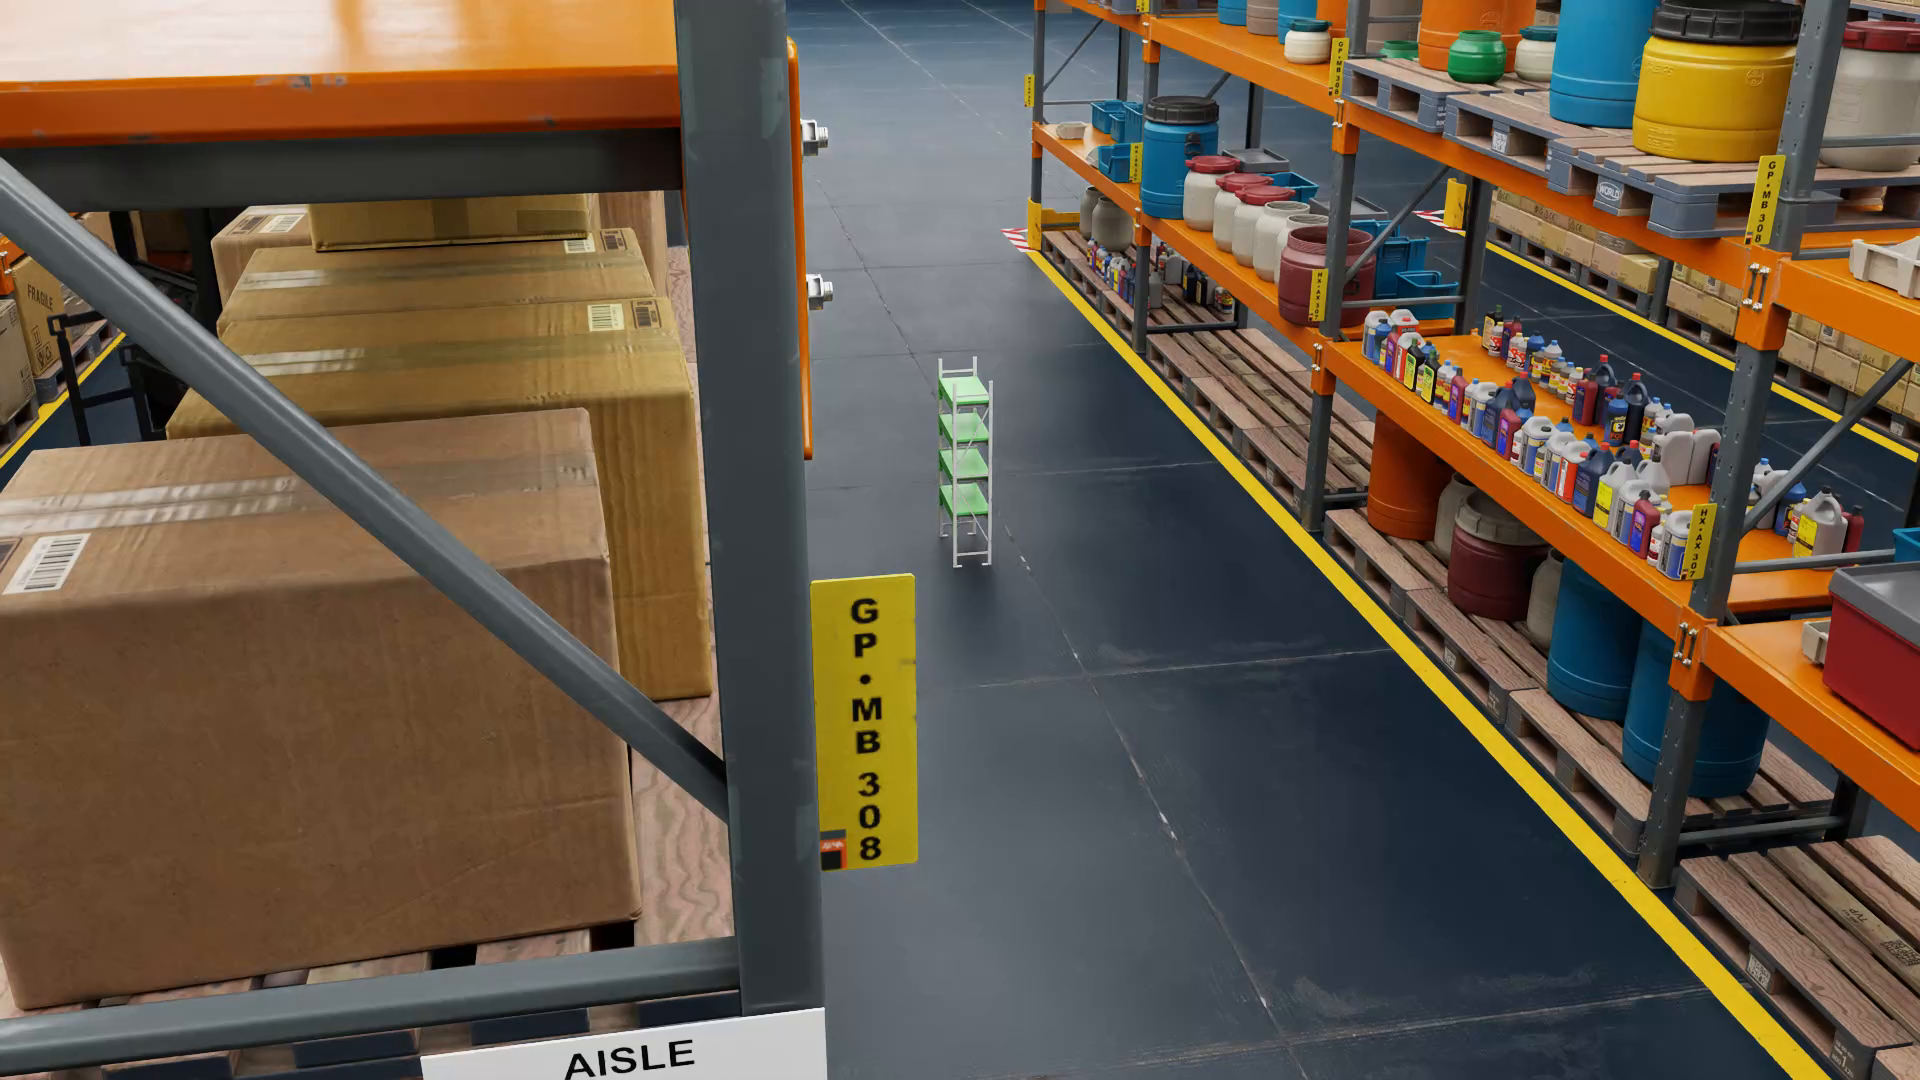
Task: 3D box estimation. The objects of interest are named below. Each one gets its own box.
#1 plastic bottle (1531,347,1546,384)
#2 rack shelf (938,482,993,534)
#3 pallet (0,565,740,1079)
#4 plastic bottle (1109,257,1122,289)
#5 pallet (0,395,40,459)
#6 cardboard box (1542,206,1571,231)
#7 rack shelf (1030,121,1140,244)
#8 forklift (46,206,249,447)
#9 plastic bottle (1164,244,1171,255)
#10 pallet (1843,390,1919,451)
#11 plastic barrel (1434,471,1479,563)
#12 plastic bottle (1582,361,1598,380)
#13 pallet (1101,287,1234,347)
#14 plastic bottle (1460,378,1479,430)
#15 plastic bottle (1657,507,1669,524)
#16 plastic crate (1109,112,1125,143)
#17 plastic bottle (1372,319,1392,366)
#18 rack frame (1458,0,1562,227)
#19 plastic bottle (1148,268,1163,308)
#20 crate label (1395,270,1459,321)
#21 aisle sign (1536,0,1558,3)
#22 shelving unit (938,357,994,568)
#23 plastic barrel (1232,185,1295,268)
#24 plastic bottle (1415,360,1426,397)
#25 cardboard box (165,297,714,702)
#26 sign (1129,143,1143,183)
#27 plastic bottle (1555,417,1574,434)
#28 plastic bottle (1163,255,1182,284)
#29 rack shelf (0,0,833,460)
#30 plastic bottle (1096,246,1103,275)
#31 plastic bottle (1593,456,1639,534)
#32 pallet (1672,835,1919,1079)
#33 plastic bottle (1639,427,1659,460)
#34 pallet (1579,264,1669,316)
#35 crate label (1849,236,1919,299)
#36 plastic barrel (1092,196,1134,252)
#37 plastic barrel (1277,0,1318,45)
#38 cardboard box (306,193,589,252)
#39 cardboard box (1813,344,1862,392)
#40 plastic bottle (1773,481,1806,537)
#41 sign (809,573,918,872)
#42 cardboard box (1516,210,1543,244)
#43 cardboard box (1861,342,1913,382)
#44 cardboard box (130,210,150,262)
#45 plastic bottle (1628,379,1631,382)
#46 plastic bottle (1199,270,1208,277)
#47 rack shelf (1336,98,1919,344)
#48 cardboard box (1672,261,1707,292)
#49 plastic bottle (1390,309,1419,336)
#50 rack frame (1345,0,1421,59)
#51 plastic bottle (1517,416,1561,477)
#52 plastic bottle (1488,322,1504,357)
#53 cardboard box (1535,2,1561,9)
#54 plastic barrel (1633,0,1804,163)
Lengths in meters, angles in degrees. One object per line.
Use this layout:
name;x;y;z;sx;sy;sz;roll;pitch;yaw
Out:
plastic bottle;3.343;-1.007;9.556;0.097;0.201;0.097;0;24;0
rack shelf;0.031;-0.206;10.482;0.258;0.148;0.480;-4;24;-10
pallet;-0.787;0.410;2.426;1.003;0.211;1.213;-4;24;-10
plastic bottle;1.486;-2.504;15.588;0.152;0.276;0.135;-4;24;-9
pallet;-7.534;-0.782;12.276;1.003;0.211;1.213;-4;24;-10
cardboard box;6.294;-3.448;16.871;0.500;0.500;0.500;-4;24;-10
rack shelf;1.640;-3.508;15.934;1.077;0.370;4.000;-4;24;-10
forklift;-5.242;-1.492;10.505;1.130;2.935;3.031;19;30;37
plastic bottle;2.060;-2.787;16.237;0.152;0.276;0.135;-4;24;-9
pallet;7.504;-0.892;12.529;1.003;0.211;1.213;-4;24;-10
plastic barrel;3.049;-0.124;9.869;0.421;0.512;0.421;0;24;0
plastic bottle;3.455;-0.847;9.088;0.061;0.283;0.133;-4;24;-10
pallet;1.926;-2.041;15.159;1.003;0.211;1.213;-4;24;-10
plastic bottle;2.720;-0.723;8.818;0.097;0.271;0.097;0;24;0
plastic bottle;3.085;-0.045;7.354;0.097;0.201;0.097;0;24;0
plastic crate;1.771;-4.126;16.635;0.499;0.251;0.408;-4;24;-10
plastic bottle;2.506;-1.177;9.859;0.097;0.271;0.097;0;24;0
rack frame;6.138;-4.990;18.427;1.000;3.000;0.127;-4;24;-10
plastic bottle;1.749;-2.282;14.987;0.144;0.351;0.185;-4;24;-10
crate label;3.040;-1.595;10.863;0.303;0.233;0.416;-4;24;-10
aisle sign;6.415;-6.229;18.016;0.394;0.787;0.004;-4;24;-10
shelving unit;0.031;-0.485;10.361;0.258;1.200;0.503;-4;24;-10
plastic barrel;2.187;-2.262;12.012;0.433;0.535;0.433;0;24;0
plastic bottle;2.616;-0.911;9.336;0.097;0.201;0.097;0;24;0
cardboard box;-0.773;-0.054;2.604;0.700;0.500;0.500;-5;24;-12
sign;1.467;-3.142;13.850;0.100;0.325;0.005;-4;24;-10
plastic bottle;2.989;-0.480;8.261;0.097;0.271;0.097;0;24;0
plastic bottle;2.014;-2.574;15.748;0.152;0.276;0.135;-4;24;-10
rack shelf;-1.009;-0.988;3.167;1.077;0.370;4.000;-4;24;-10
plastic bottle;1.362;-2.705;16.055;0.097;0.271;0.097;0;24;0
plastic bottle;2.997;-0.219;7.566;0.144;0.351;0.185;-4;24;-10
pallet;3.663;1.660;6.686;1.003;0.211;1.213;-4;24;-10
plastic bottle;3.444;-0.463;8.310;0.097;0.201;0.097;0;24;0
pallet;6.772;-2.455;16.106;1.003;0.211;1.213;-4;24;-10
crate label;3.295;-0.945;5.747;0.293;0.136;0.466;-4;24;-10
plastic barrel;1.559;-3.227;16.974;0.421;0.512;0.421;0;24;0
plastic barrel;2.559;-3.957;11.689;0.600;0.901;0.708;-4;24;-10
cardboard box;-1.003;-0.762;3.289;0.500;0.250;0.500;-5;24;-11
cardboard box;7.092;-1.365;13.038;0.500;0.250;0.500;-4;24;-9
plastic bottle;3.758;-0.156;7.521;0.097;0.271;0.097;0;24;0
sign;-0.093;0.185;1.640;0.100;0.325;0.005;-4;24;-10
cardboard box;6.207;-3.302;17.473;0.500;0.250;0.500;-4;24;-10
cardboard box;7.176;-1.424;12.473;0.500;0.311;0.500;-5;24;-11
cardboard box;-8.300;-2.888;15.744;0.875;0.875;0.875;-4;24;-9
plastic bottle;3.513;-0.722;8.802;0.061;0.283;0.133;-4;24;-10
plastic bottle;2.268;-2.387;15.228;0.144;0.351;0.185;-4;24;-8
rack shelf;3.119;-1.736;8.129;1.077;0.370;4.000;-4;24;-10
cardboard box;6.710;-2.425;14.764;0.500;0.311;0.500;-4;24;-10
plastic bottle;2.661;-1.238;9.992;0.152;0.276;0.135;-4;24;-10
rack frame;2.749;-4.227;9.186;1.000;3.000;0.127;-4;24;-10
plastic bottle;2.870;-0.465;8.222;0.152;0.276;0.135;-4;24;-10
plastic bottle;3.247;-1.213;10.027;0.097;0.201;0.097;0;24;0
cardboard box;6.222;-5.425;17.677;0.700;0.500;0.500;-4;24;-10
plastic barrel;3.121;-1.902;6.849;0.600;0.588;0.600;0;24;0
